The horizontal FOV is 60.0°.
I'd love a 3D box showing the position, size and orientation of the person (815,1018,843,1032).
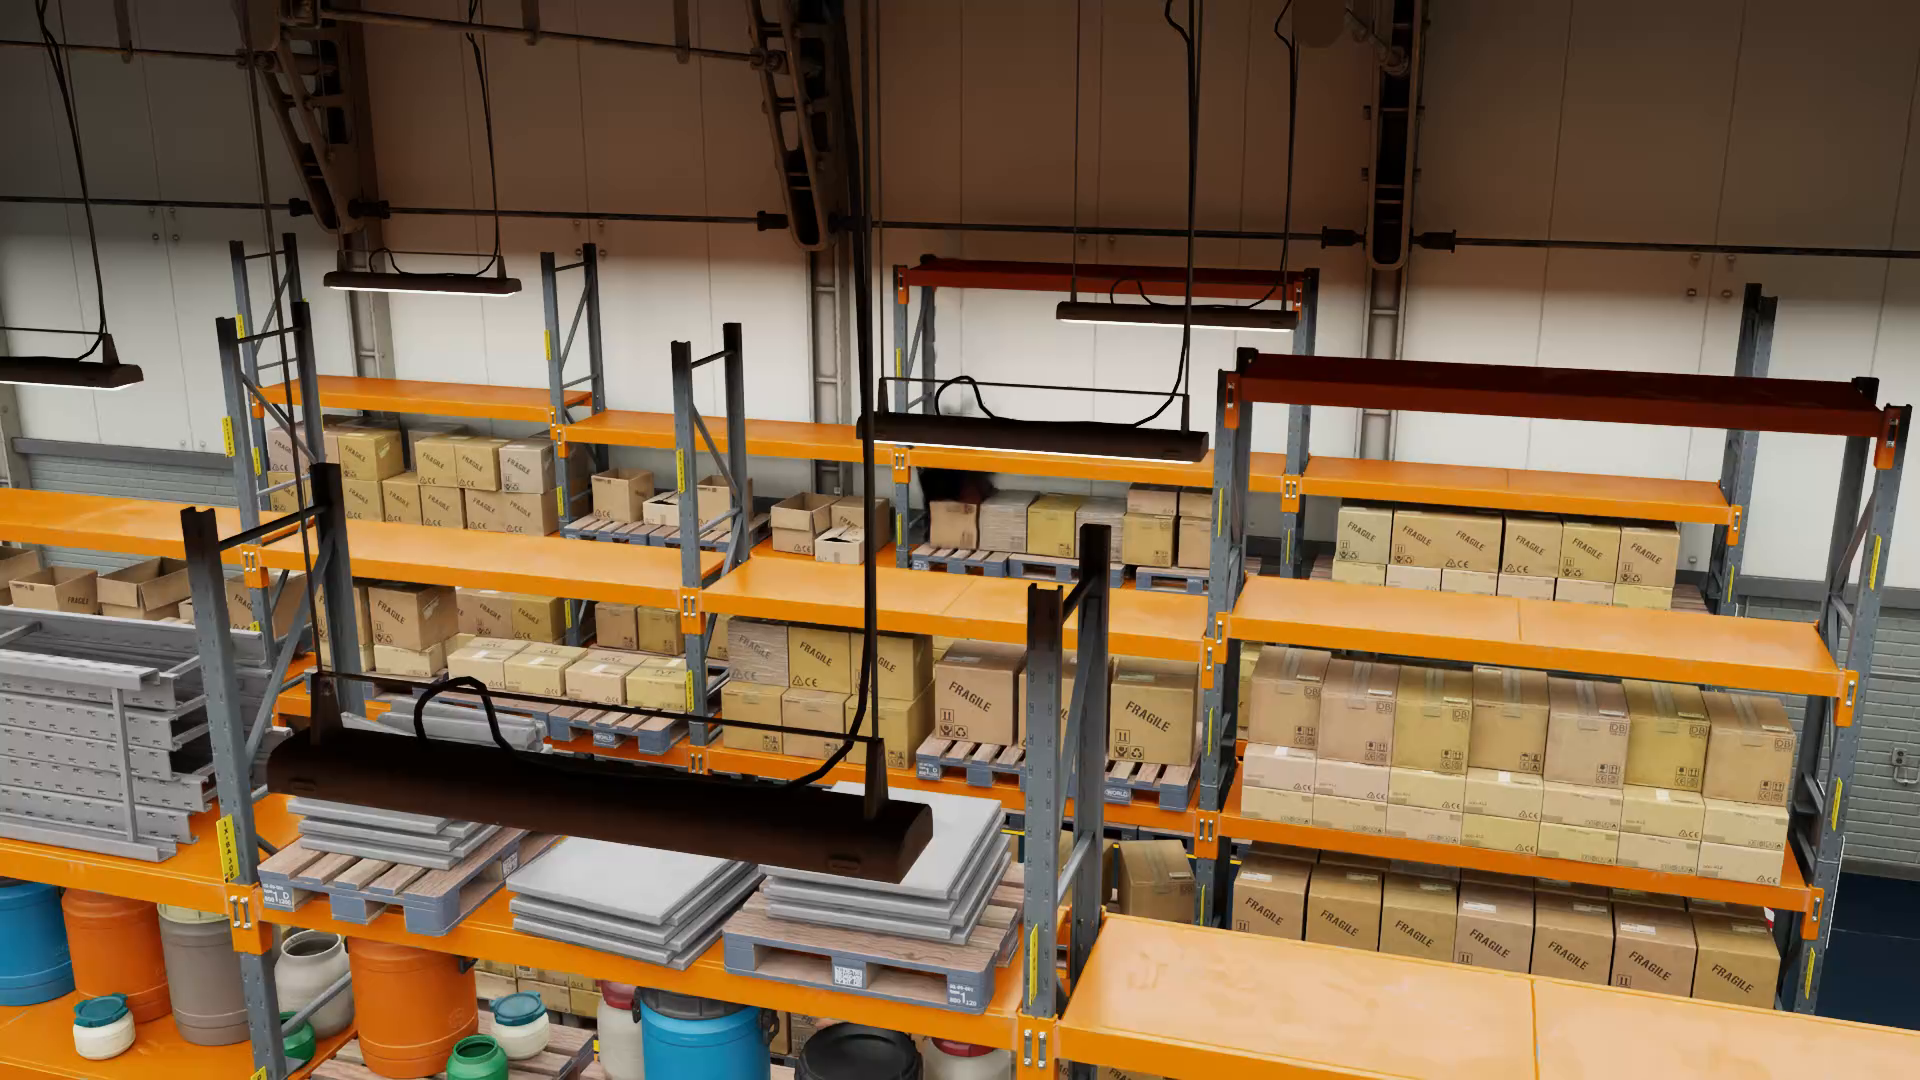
[{"bbox_3d":[-0.811,4.079,11.580,0.922,1.769,0.690,2,16,7],"label":"person"}]
